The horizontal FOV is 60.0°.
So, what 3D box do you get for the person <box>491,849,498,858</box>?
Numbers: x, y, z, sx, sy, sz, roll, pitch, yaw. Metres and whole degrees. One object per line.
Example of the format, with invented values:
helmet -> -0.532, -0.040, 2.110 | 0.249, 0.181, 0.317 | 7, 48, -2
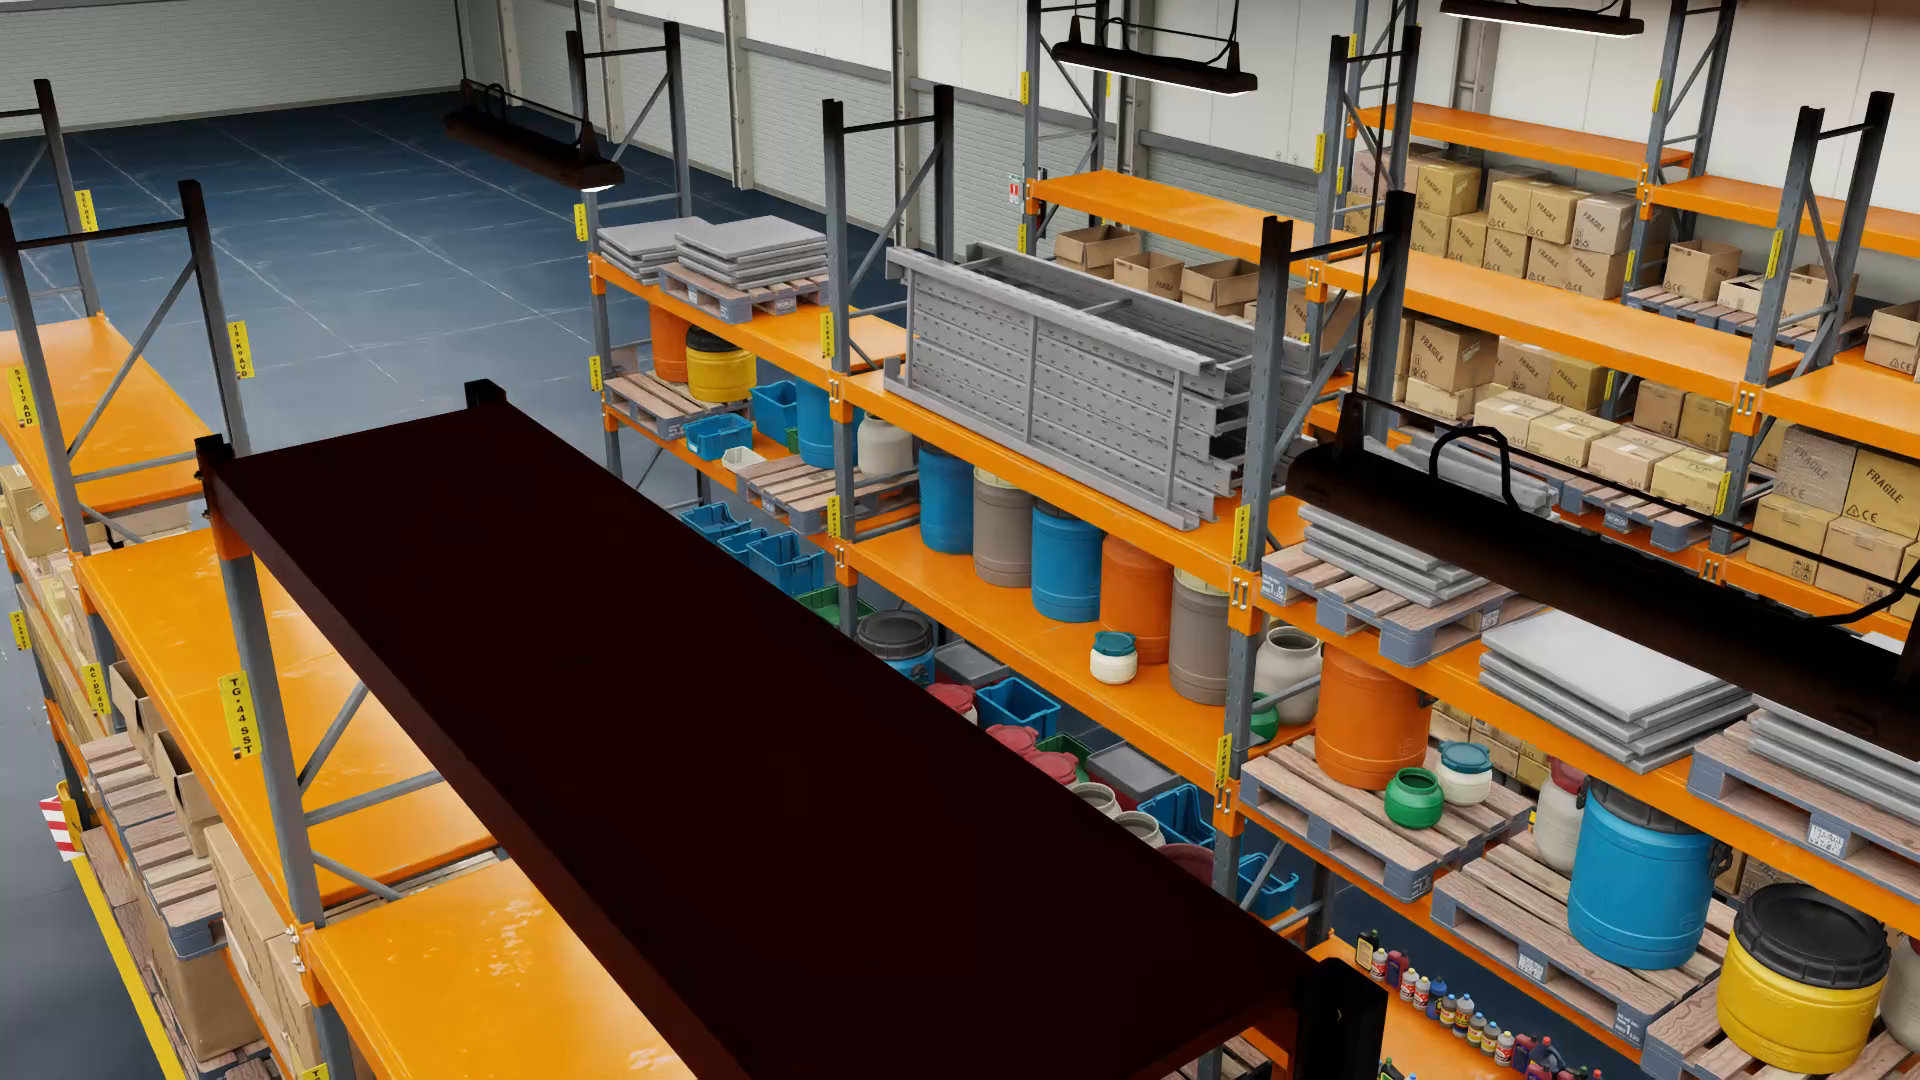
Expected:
person -> -3.682, 2.236, 12.075 | 0.592, 1.812, 0.595 | -10, 26, -20
